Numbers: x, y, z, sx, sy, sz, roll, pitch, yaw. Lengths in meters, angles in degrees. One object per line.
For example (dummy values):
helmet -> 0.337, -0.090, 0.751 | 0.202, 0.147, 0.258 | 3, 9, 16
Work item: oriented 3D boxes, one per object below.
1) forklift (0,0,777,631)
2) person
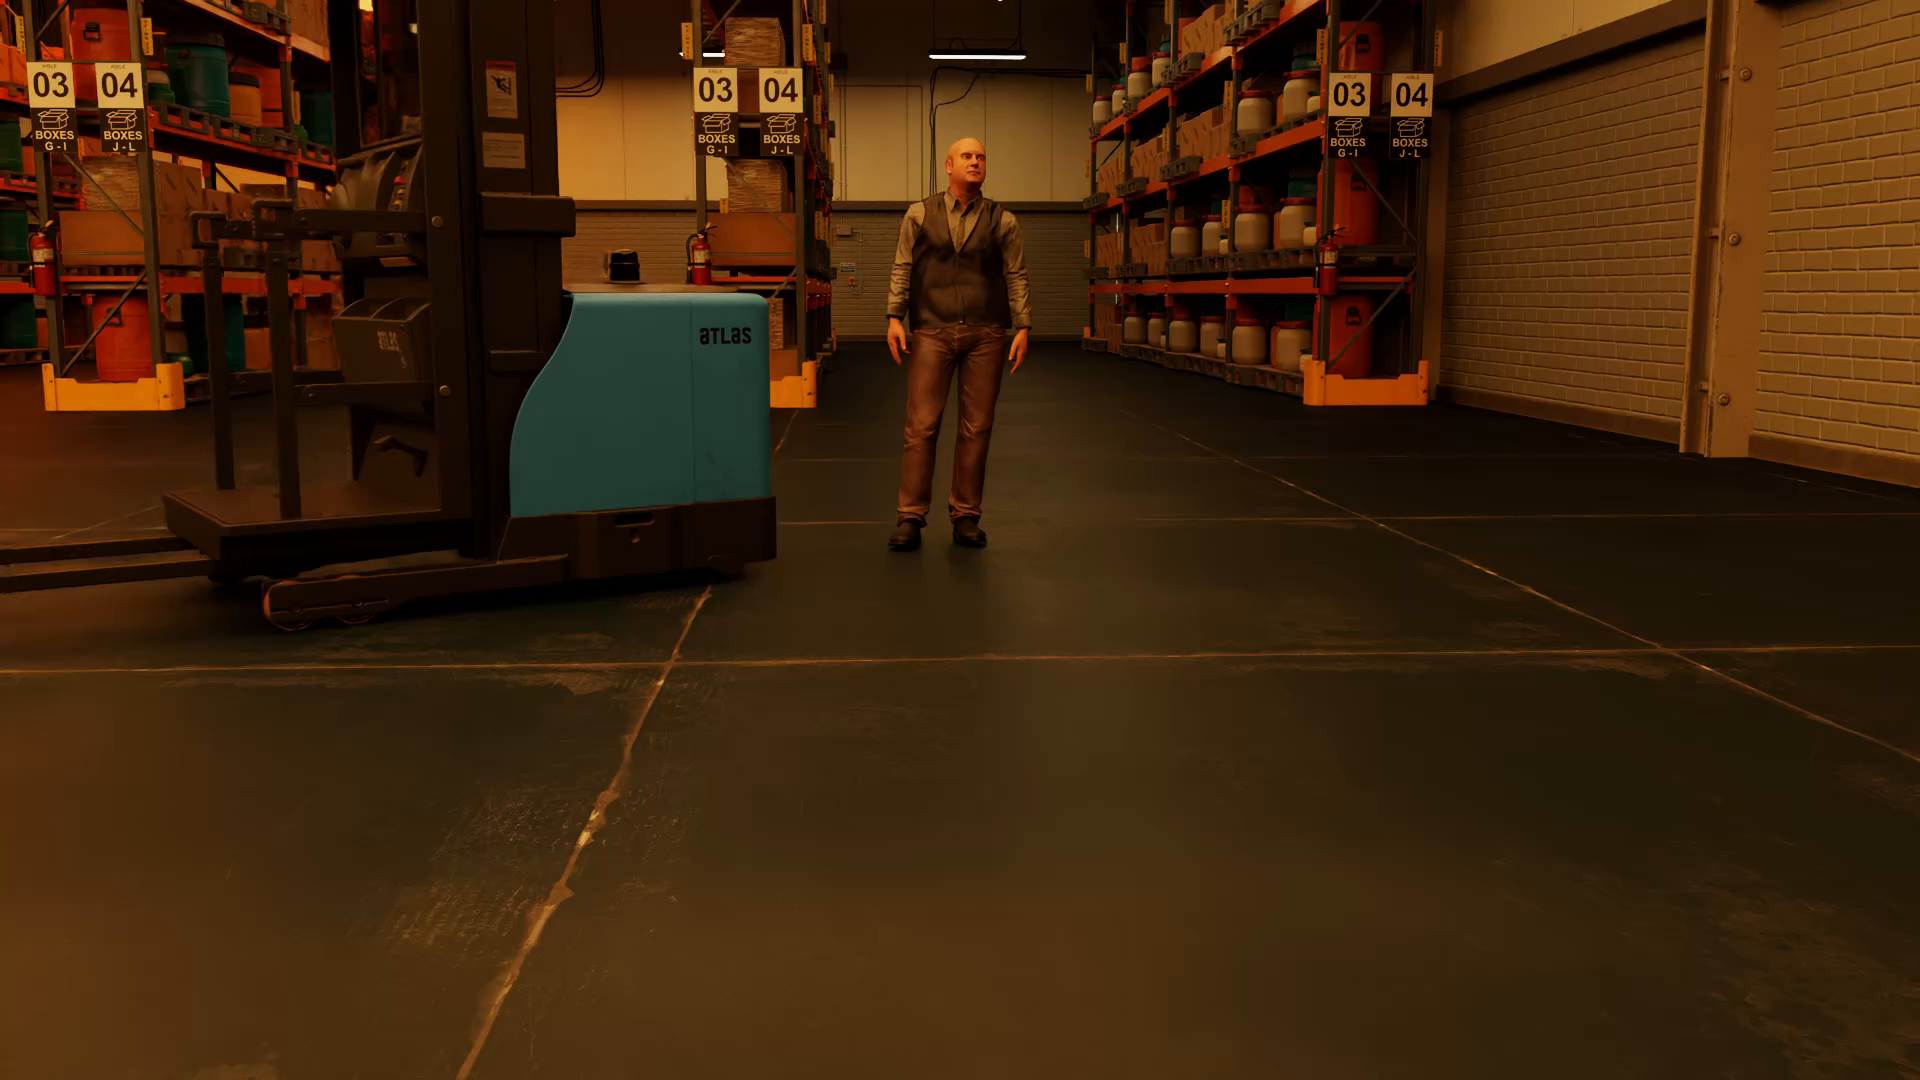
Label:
forklift -> -2.204, -1.244, 5.709 | 3.031, 2.935, 1.130 | -6, 10, -34
person -> -0.003, -0.849, 7.120 | 0.633, 1.722, 0.566 | -1, 8, -4
